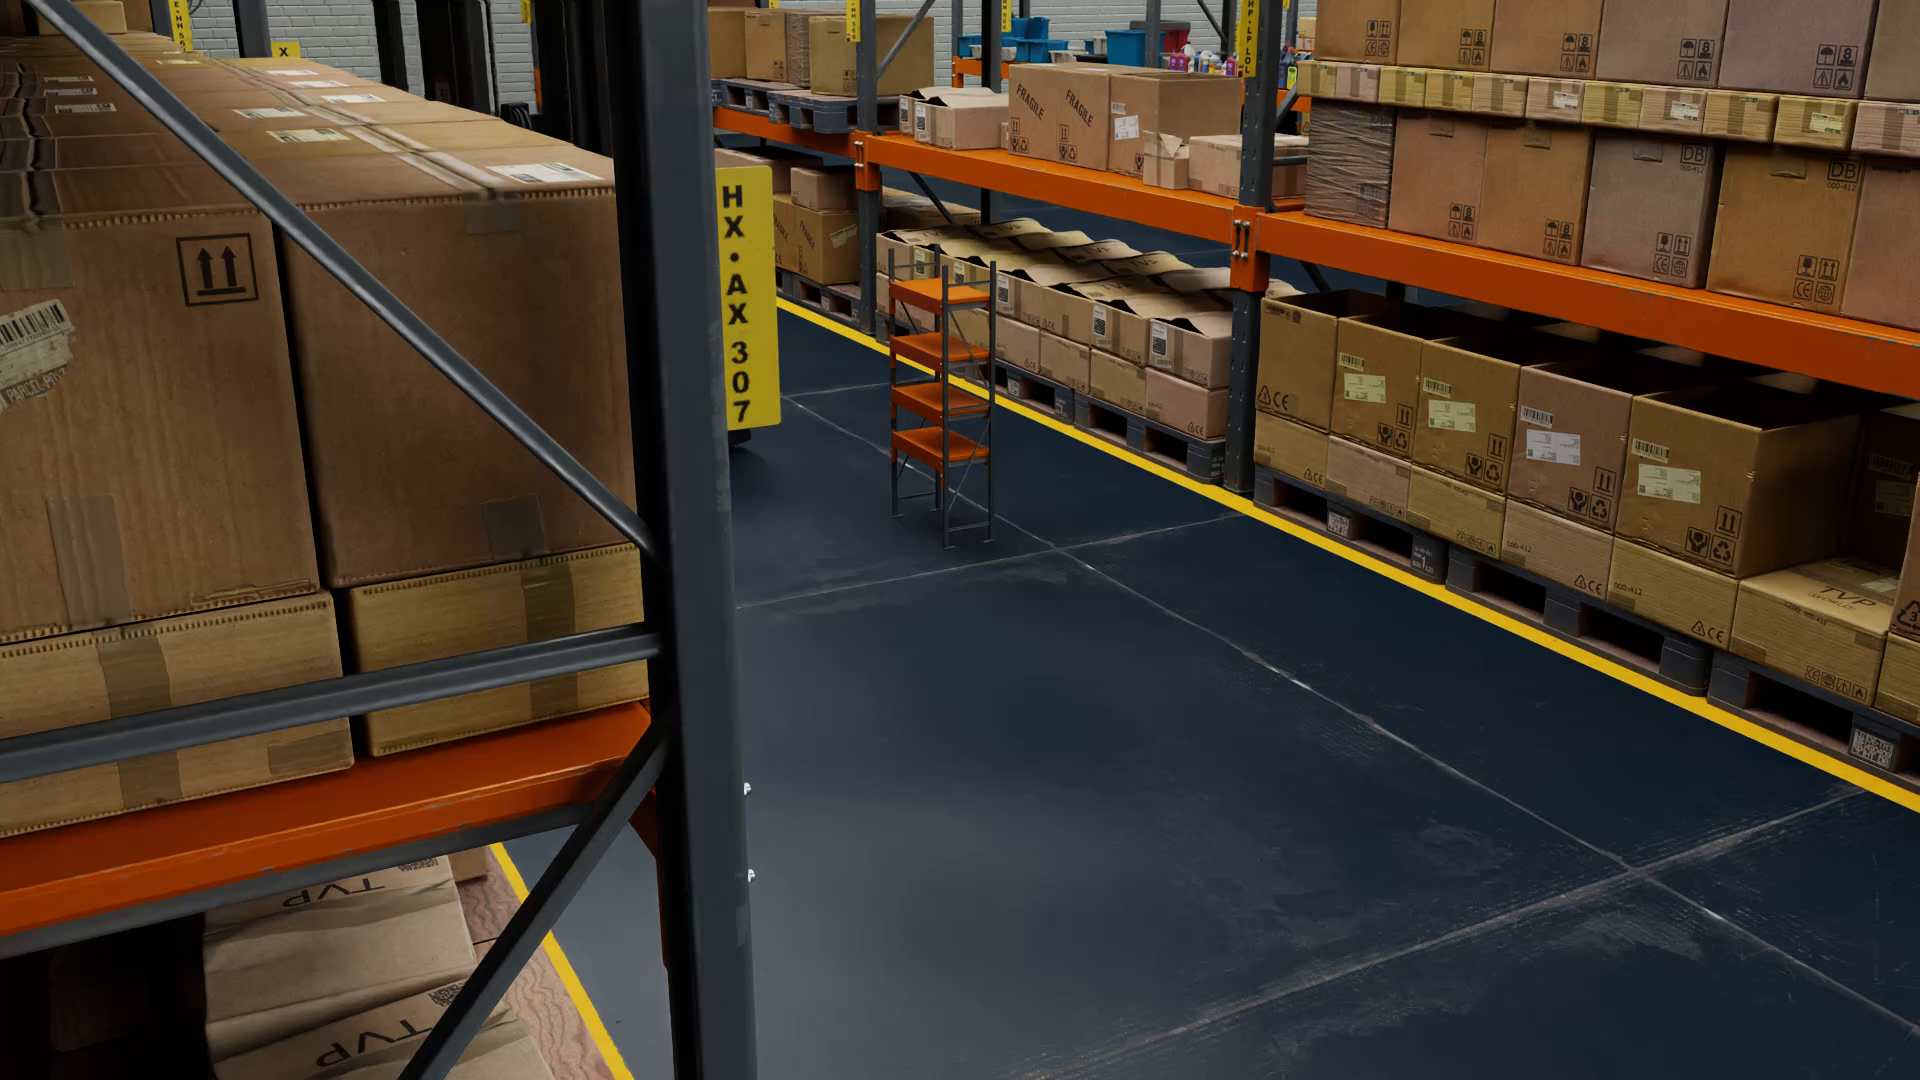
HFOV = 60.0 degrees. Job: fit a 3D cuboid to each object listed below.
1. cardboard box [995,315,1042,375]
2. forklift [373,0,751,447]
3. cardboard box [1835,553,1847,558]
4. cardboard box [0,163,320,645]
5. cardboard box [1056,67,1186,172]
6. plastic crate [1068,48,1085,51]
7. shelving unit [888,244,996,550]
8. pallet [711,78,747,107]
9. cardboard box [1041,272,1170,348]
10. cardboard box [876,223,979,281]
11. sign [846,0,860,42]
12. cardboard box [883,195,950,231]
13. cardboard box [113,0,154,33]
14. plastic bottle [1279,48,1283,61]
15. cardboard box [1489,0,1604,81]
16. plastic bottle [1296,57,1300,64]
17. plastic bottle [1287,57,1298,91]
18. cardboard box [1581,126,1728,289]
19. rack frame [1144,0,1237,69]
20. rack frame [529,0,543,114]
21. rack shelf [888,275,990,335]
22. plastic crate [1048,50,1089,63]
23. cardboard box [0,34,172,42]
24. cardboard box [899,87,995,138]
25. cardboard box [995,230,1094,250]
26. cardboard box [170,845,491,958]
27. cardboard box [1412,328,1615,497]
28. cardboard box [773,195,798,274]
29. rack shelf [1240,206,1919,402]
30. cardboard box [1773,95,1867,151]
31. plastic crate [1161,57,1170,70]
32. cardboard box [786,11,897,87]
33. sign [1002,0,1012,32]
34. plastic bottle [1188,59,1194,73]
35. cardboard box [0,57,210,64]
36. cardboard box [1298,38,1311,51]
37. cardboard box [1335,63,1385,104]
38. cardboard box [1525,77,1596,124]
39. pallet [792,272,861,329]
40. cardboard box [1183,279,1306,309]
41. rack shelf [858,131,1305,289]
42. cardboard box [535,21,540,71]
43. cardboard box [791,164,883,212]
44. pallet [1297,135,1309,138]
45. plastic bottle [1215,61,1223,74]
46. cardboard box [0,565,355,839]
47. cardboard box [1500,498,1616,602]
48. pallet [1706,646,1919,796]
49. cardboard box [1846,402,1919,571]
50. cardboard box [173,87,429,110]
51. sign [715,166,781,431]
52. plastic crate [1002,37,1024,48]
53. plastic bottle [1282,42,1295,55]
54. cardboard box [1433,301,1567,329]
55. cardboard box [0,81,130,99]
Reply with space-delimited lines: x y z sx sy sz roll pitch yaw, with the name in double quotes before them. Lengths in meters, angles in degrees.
"cardboard box" 0.531 -1.131 9.382 0.500 0.250 0.500 -10 21 -26
"forklift" -2.546 -1.989 8.402 3.031 2.935 1.130 13 23 34
"cardboard box" 3.068 0.055 5.945 0.500 0.250 0.500 -10 21 -27
"cardboard box" -1.164 -0.198 2.157 0.500 0.500 0.500 -10 22 -27
"cardboard box" 0.867 -2.285 9.001 0.500 0.500 0.500 -10 21 -27
"plastic crate" 1.350 -5.384 18.449 0.298 0.136 0.250 -10 21 -27
"shelving unit" -0.079 -0.615 7.073 0.258 1.200 0.503 -10 21 -27
"pallet" -1.810 -3.679 13.489 1.003 0.211 1.213 -10 21 -27
"cardboard box" 0.773 -1.247 8.859 0.500 0.311 0.500 -10 21 -27
"cardboard box" -0.204 -1.836 10.565 0.500 0.311 0.500 -9 21 -25
"sign" -0.667 -3.291 10.416 0.100 0.325 0.005 -10 21 -27
"cardboard box" -0.412 -2.218 12.120 0.500 0.500 0.500 -11 22 -29
"cardboard box" -4.554 -2.830 8.944 0.500 0.250 0.500 -9 21 -25
"plastic bottle" 2.953 -4.470 15.564 0.144 0.351 0.185 -10 21 -27
"cardboard box" 2.400 -1.965 6.085 0.700 0.500 0.500 -10 21 -27
"plastic bottle" 2.959 -4.058 14.471 0.061 0.283 0.133 -10 21 -27
"plastic bottle" 2.906 -4.048 14.444 0.061 0.283 0.133 -10 21 -27
"cardboard box" 2.657 -1.198 5.853 0.700 0.500 0.500 -9 21 -25
"rack frame" 2.268 -4.782 16.392 1.000 3.000 0.127 -10 21 -27
"rack frame" -3.993 -5.164 17.499 1.000 3.000 0.127 -10 21 -27
"rack shelf" -0.079 -0.986 6.945 0.258 0.148 0.480 -10 21 -27
"plastic crate" 1.176 -5.139 17.739 0.293 0.136 0.466 -10 21 -27
"cardboard box" -4.030 -2.065 7.690 0.700 0.500 0.500 -12 23 -32
"cardboard box" -0.060 -2.714 10.536 0.500 0.311 0.500 -9 21 -23
"cardboard box" 0.524 -1.771 10.378 0.500 0.311 0.500 -10 22 -27
"cardboard box" -1.577 0.576 4.021 0.700 0.500 0.500 -12 22 -30
"cardboard box" 2.125 -0.504 6.416 0.500 0.500 0.500 -10 21 -27
"cardboard box" -1.090 -2.275 12.283 0.500 0.500 0.500 -11 22 -29
"rack shelf" 2.655 -0.805 5.970 1.077 0.370 4.000 -10 21 -27
"cardboard box" 2.766 -1.301 5.157 0.380 0.149 0.250 -9 21 -25
"plastic crate" 2.172 -4.842 16.876 0.396 0.136 0.243 -10 21 -27
"cardboard box" -0.858 -3.569 12.079 0.700 0.500 0.500 -6 20 -16
"sign" 0.293 -3.502 10.907 0.100 0.325 0.005 -10 21 -27
"plastic bottle" 2.201 -4.448 15.729 0.097 0.201 0.097 0 19 0
"cardboard box" -2.864 -1.358 5.640 0.700 0.500 0.500 -10 21 -26
"cardboard box" 4.605 -6.426 21.540 0.380 0.149 0.250 -10 21 -26
"cardboard box" 1.782 -1.894 6.875 0.380 0.149 0.250 -10 21 -26
"cardboard box" 2.278 -1.597 6.013 0.380 0.149 0.250 -11 22 -28
"pallet" -0.515 -1.770 11.937 1.003 0.211 1.213 -10 21 -27
"cardboard box" 1.495 -1.185 8.679 0.500 0.311 0.500 -10 22 -27
"rack shelf" 0.756 -1.954 9.297 1.077 0.370 4.000 -10 21 -27
"cardboard box" -4.014 -5.043 16.995 0.500 0.500 0.500 -9 21 -26
"cardboard box" -0.875 -2.496 11.775 0.500 0.250 0.500 -9 21 -25
"pallet" 5.176 -5.162 21.768 1.003 0.211 1.213 -10 21 -27
"plastic bottle" 2.403 -4.326 15.374 0.097 0.201 0.097 0 19 0
"cardboard box" -1.145 0.154 2.285 0.500 0.250 0.500 -10 21 -26
"cardboard box" 2.367 -0.007 6.124 0.500 0.250 0.500 -10 21 -27
"pallet" 3.205 0.534 5.261 1.003 0.211 1.213 -10 21 -27
"cardboard box" 3.307 -0.156 5.407 0.500 0.500 0.500 -10 21 -27
"cardboard box" -1.436 -0.719 3.665 0.500 0.500 0.500 -9 21 -25
"sign" -0.275 -0.296 2.064 0.100 0.325 0.005 -10 21 -27
"plastic crate" 0.508 -5.569 18.836 0.416 0.233 0.300 -10 21 -27
"plastic bottle" 3.080 -4.493 15.628 0.144 0.351 0.185 -10 21 -27
"cardboard box" 2.345 -0.728 7.065 0.500 0.500 0.500 -10 21 -27
"cardboard box" -2.139 -0.784 3.854 0.500 0.500 0.500 -9 21 -25
